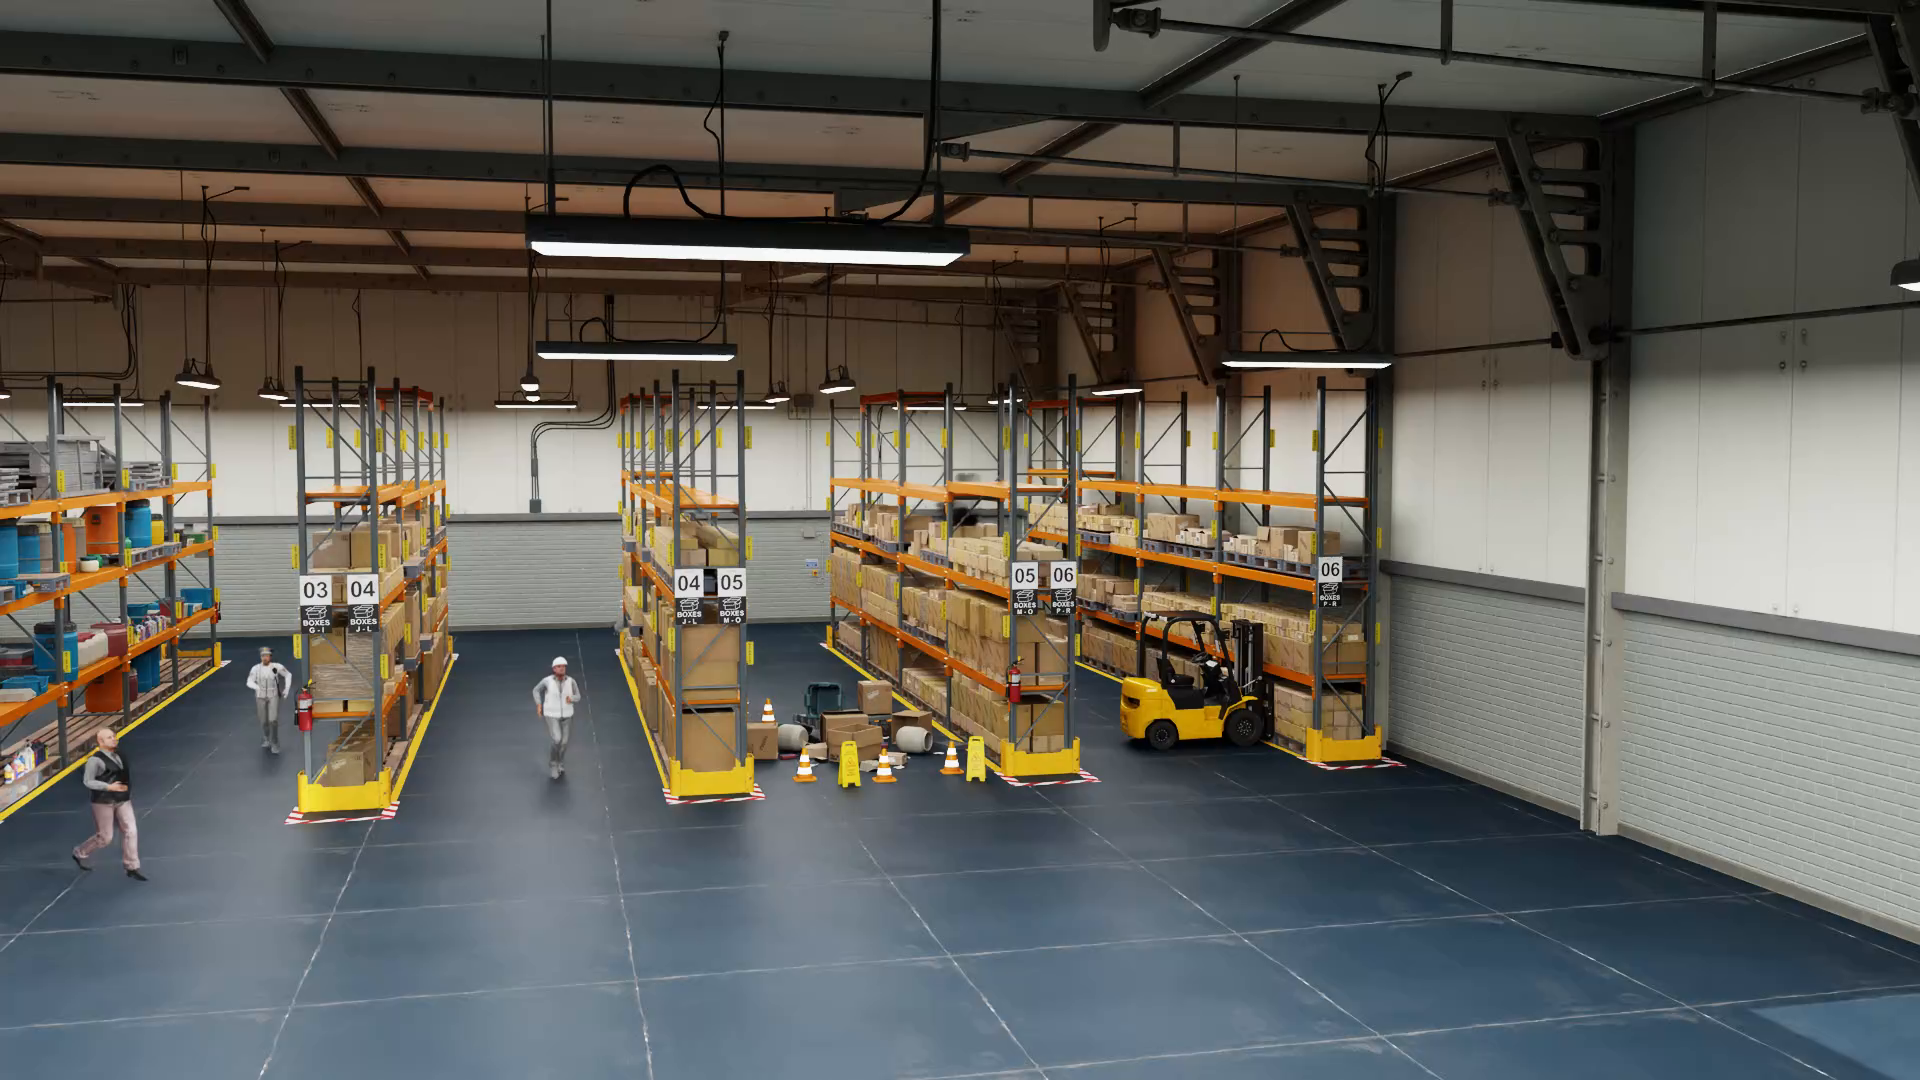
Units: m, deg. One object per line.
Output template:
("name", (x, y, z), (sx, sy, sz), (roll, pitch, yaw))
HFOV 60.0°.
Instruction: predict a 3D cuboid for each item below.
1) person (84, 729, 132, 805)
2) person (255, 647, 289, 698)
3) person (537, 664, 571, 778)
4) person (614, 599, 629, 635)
("person", (-9.633, 2.566, 18.904), (0.612, 0.833, 0.673), (1, 4, 17))
("person", (-11.037, 2.133, 26.605), (0.502, 0.855, 0.525), (-1, 4, -13))
("person", (-6.027, 2.670, 24.779), (0.481, 1.743, 0.679), (-2, 4, -30))
("person", (-8.112, 1.777, 40.392), (0.561, 1.485, 0.675), (0, 3, -2))
